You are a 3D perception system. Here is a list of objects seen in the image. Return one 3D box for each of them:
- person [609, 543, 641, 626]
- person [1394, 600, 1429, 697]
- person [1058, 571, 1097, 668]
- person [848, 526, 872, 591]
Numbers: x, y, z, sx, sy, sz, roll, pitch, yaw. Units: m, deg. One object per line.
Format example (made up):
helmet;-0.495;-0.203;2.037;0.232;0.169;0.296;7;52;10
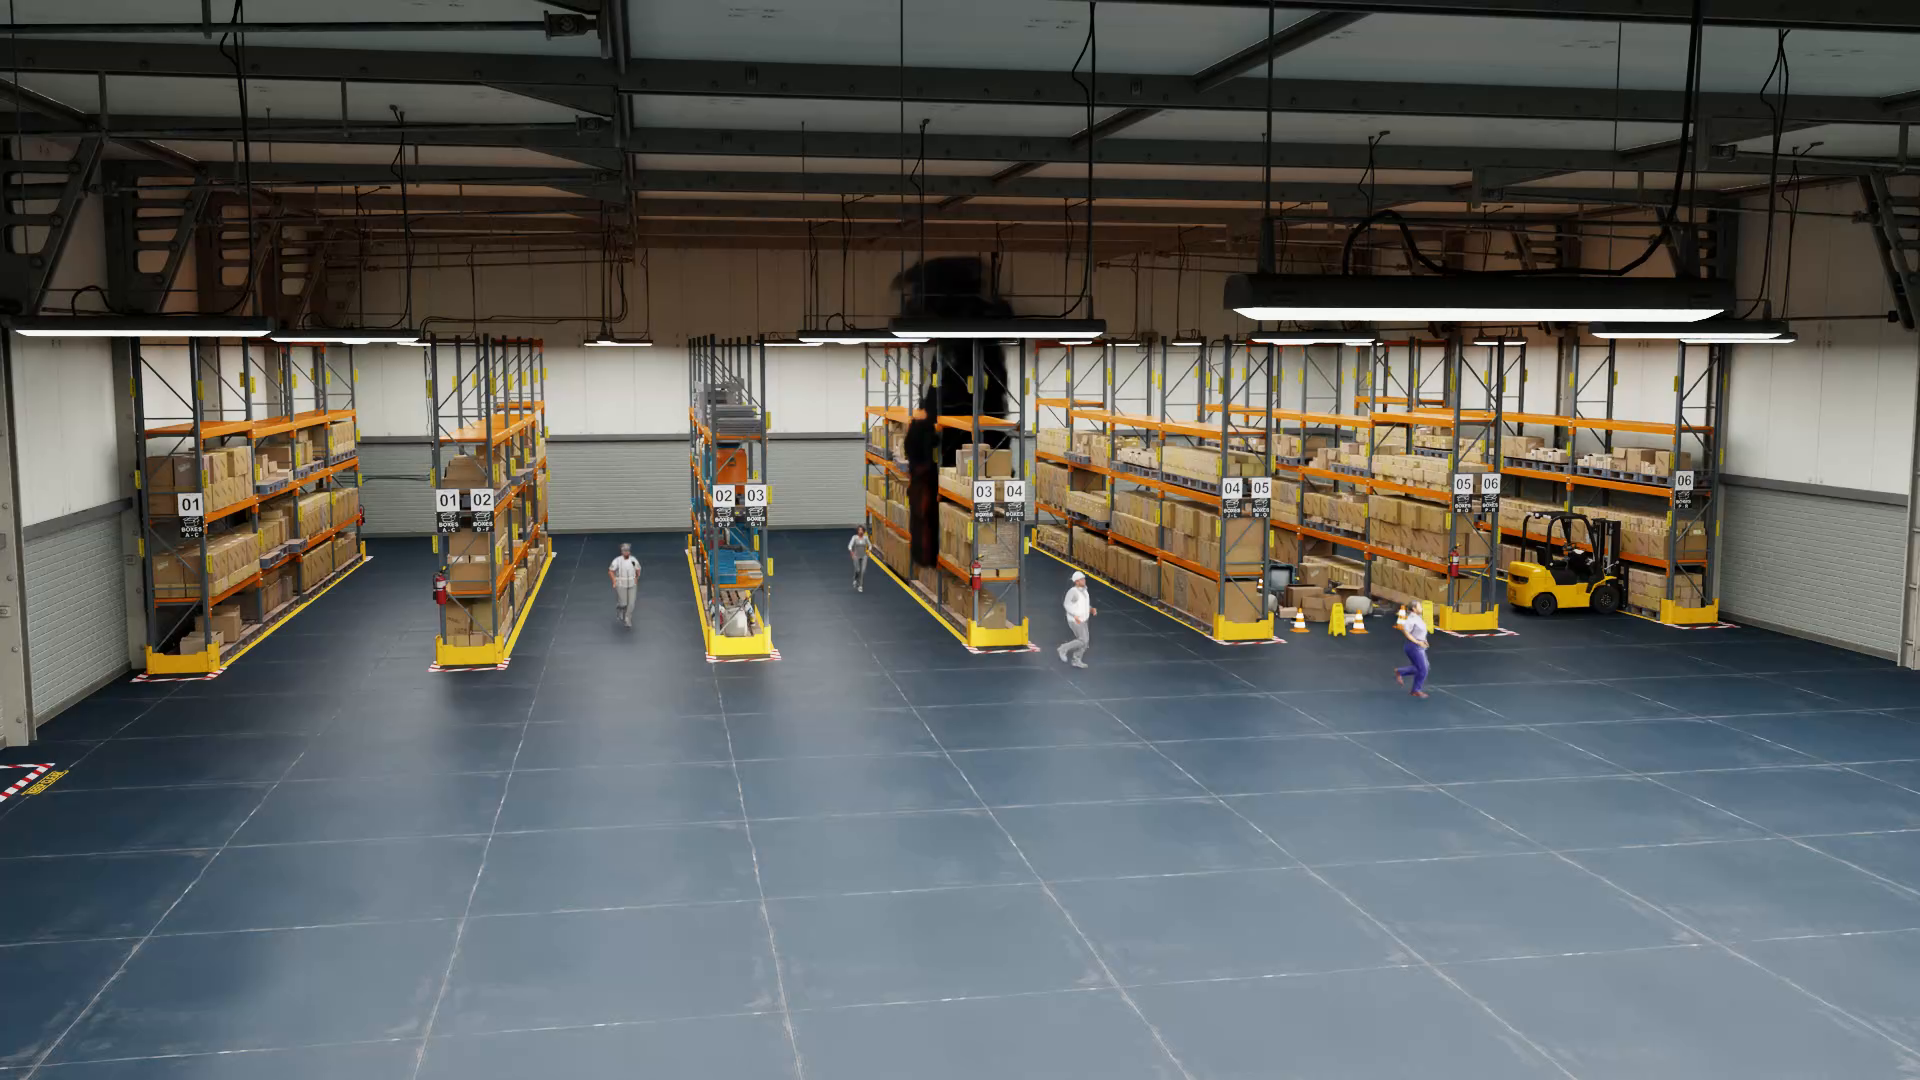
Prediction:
person;-6.897;0.924;34.409;0.664;1.730;0.557;-3;7;-24
person;7.481;1.794;27.553;0.592;1.603;0.608;3;7;25
person;2.147;1.431;30.051;0.598;1.746;0.656;4;8;30
person;-2.349;0.444;39.448;0.551;1.557;0.498;-1;7;-12
